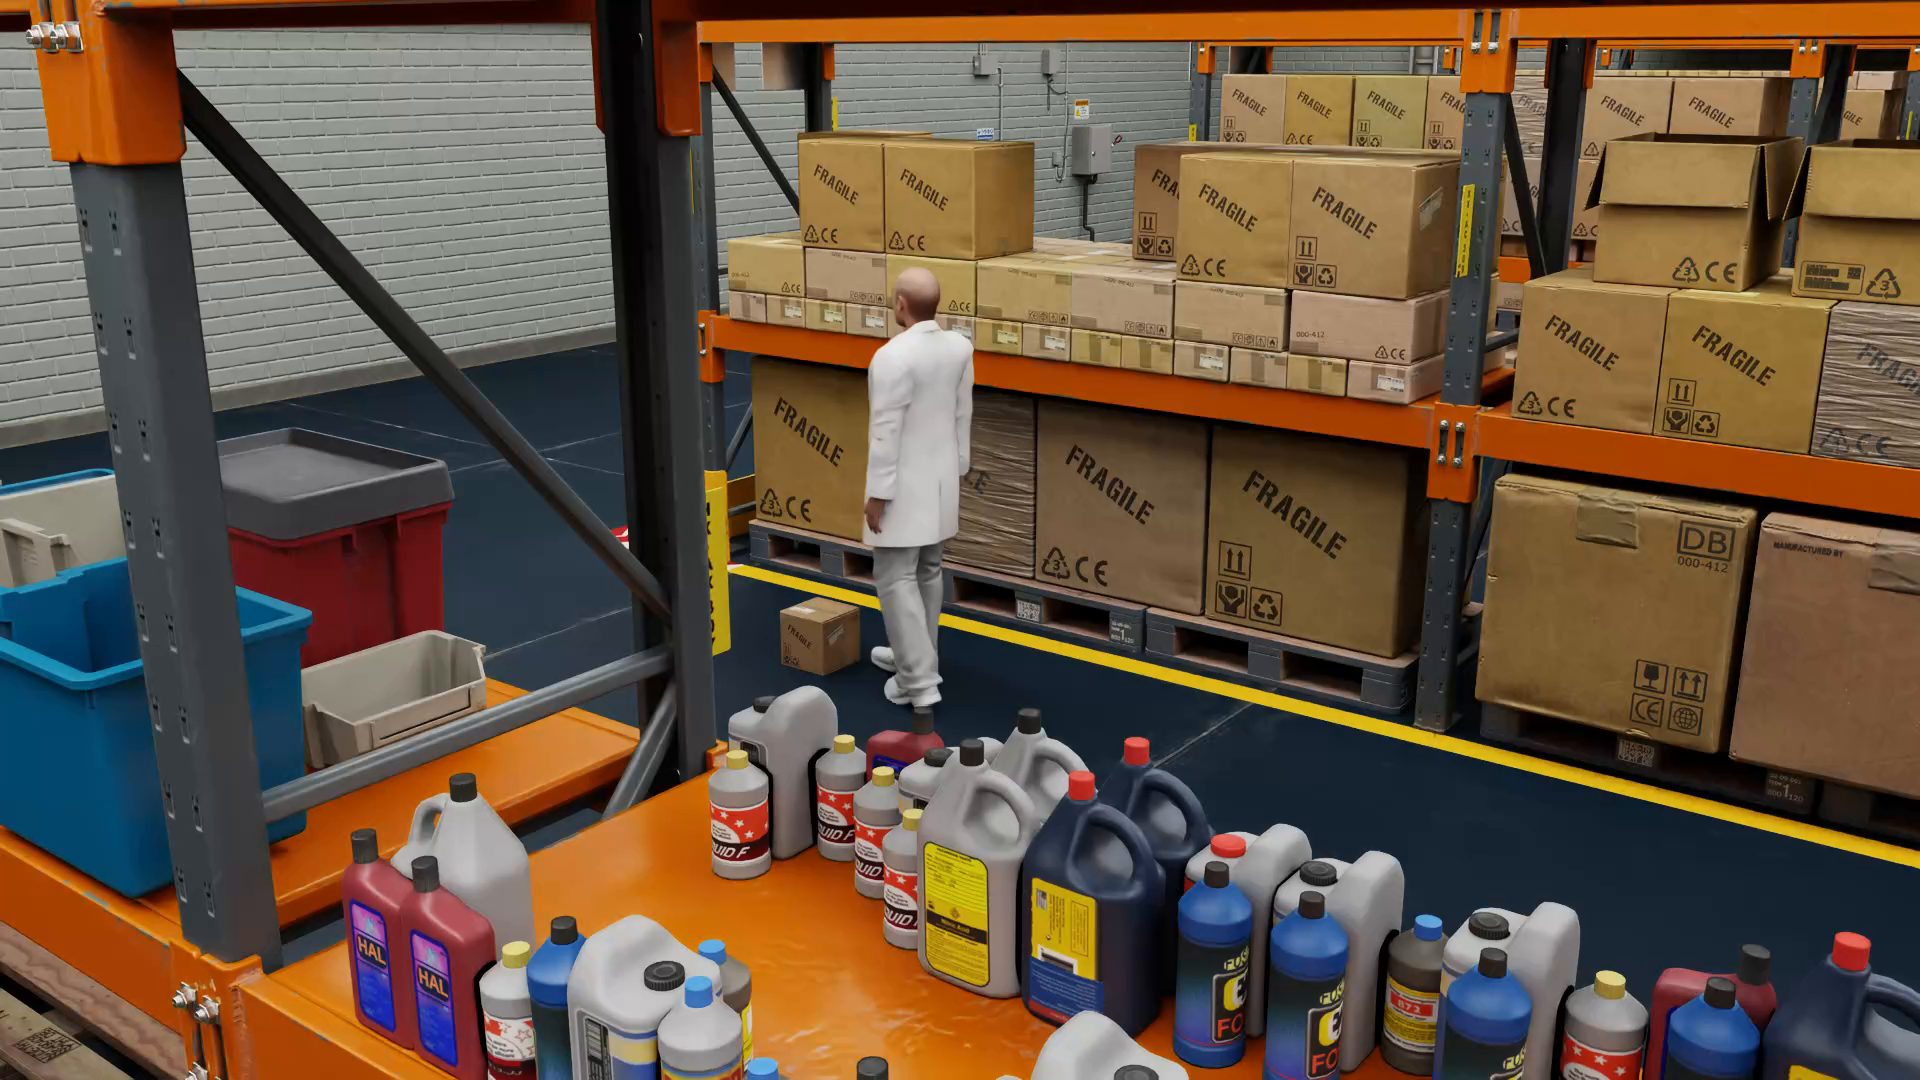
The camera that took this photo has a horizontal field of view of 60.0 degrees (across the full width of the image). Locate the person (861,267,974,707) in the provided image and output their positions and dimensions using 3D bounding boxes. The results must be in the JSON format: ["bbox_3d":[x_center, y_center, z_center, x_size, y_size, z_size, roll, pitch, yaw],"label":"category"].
[{"bbox_3d":[-0.205,-0.223,6.835,0.652,1.802,0.611,15,22,41],"label":"person"}]
